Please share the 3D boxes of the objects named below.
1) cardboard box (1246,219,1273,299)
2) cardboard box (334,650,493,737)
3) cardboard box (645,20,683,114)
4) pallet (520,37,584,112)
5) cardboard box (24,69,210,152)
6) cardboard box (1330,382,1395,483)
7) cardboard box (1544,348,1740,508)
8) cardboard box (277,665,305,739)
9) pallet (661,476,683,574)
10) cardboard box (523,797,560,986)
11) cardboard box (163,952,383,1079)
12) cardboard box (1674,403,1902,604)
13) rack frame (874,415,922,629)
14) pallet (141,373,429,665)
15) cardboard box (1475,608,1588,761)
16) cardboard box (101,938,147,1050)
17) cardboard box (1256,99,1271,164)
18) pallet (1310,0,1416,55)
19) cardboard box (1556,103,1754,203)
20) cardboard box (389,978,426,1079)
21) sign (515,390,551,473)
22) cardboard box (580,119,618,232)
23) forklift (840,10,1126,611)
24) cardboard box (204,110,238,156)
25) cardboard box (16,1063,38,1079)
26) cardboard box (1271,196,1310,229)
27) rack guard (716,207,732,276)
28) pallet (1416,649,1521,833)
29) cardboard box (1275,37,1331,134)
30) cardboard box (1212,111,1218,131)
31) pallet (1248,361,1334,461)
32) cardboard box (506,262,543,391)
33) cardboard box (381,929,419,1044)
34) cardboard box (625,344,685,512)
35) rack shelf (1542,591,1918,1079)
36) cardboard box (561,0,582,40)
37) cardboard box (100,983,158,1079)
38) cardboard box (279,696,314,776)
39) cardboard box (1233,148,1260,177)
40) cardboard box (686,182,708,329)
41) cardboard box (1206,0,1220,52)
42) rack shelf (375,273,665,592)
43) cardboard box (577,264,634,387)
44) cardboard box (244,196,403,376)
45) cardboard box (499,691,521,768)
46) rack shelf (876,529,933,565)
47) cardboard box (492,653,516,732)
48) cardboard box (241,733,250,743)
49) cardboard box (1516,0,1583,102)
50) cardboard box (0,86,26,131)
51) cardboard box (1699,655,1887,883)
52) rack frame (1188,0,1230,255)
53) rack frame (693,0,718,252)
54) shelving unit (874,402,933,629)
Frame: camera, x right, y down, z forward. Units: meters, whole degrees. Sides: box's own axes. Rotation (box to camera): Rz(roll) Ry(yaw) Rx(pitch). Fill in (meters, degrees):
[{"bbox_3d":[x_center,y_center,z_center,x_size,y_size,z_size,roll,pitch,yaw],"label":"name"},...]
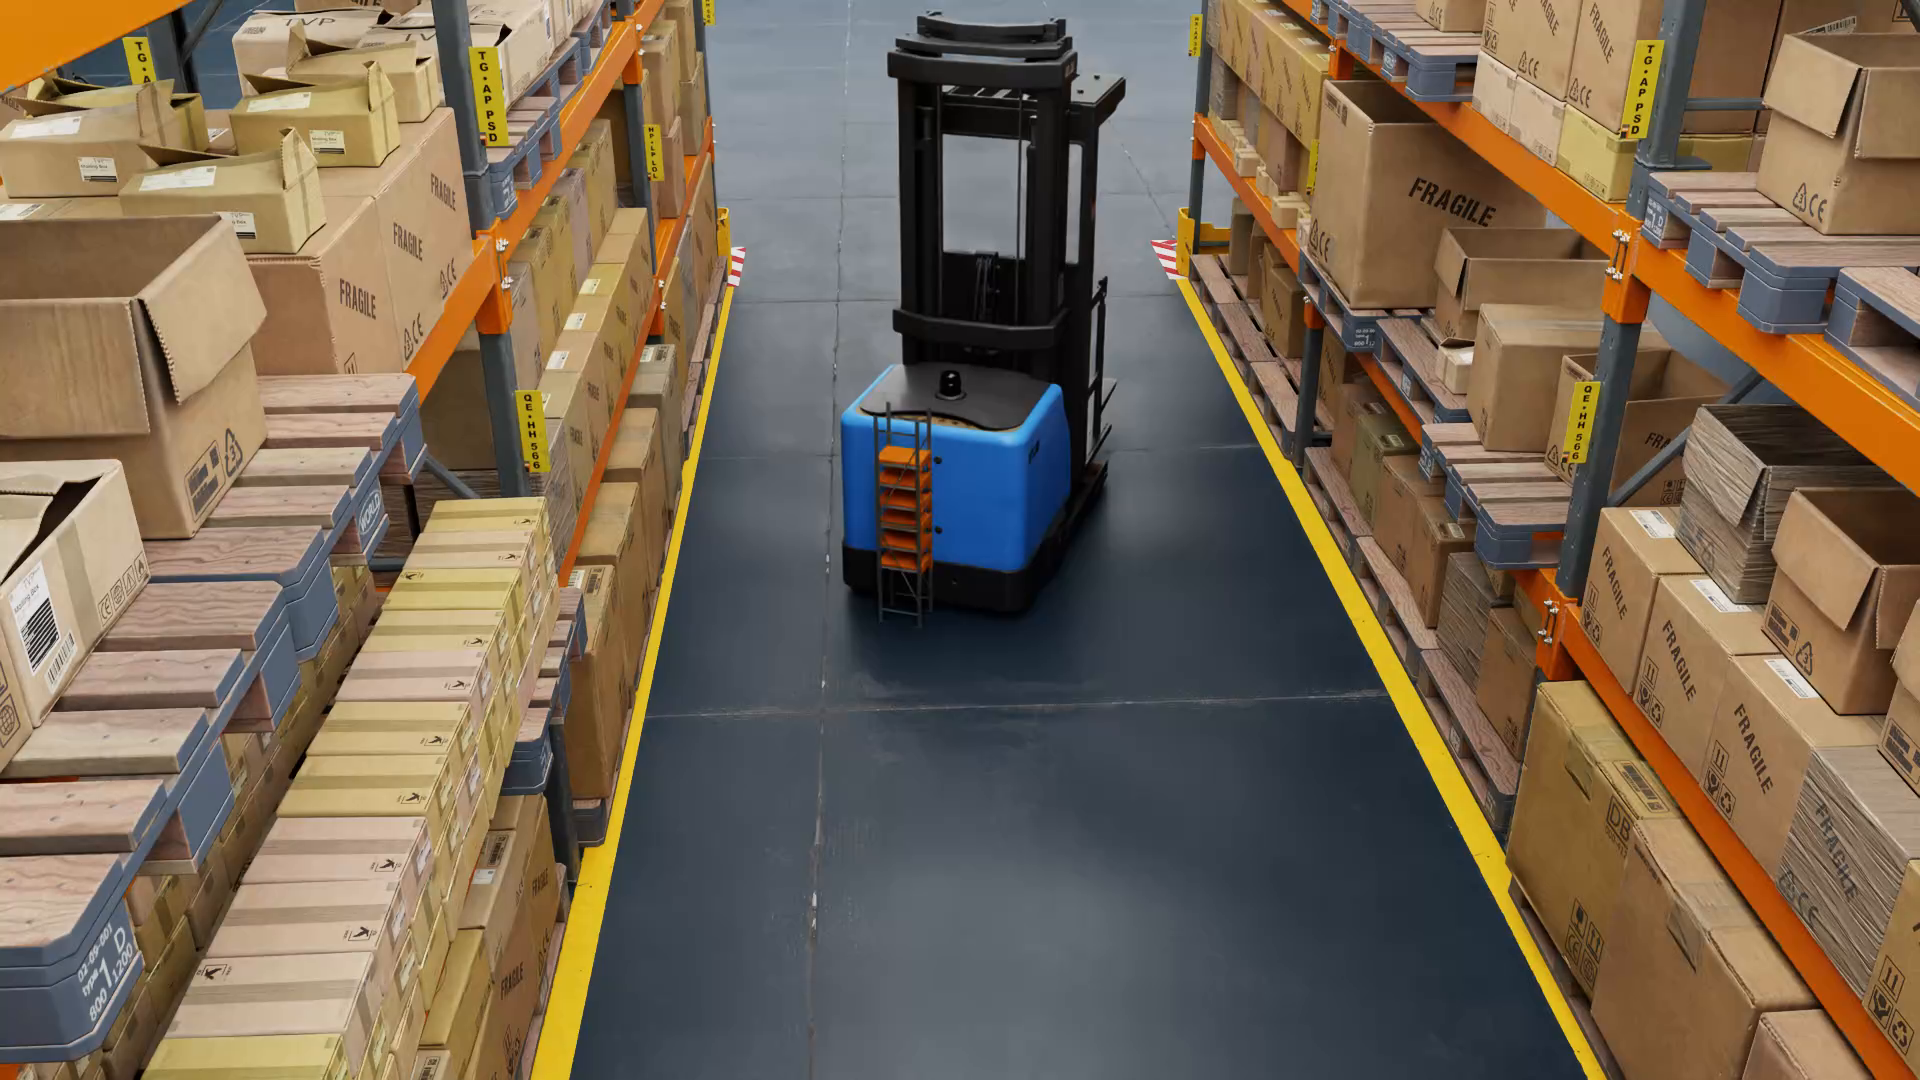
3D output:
[{"bbox_3d":[2.512,-2.182,12.939,0.500,0.500,0.500,6,28,11],"label":"cardboard box"},{"bbox_3d":[-1.577,0.448,4.822,0.380,0.149,0.250,-1,28,-3],"label":"cardboard box"},{"bbox_3d":[-2.375,-3.213,11.336,0.875,0.550,0.500,-1,28,-3],"label":"cardboard box"},{"bbox_3d":[-2.258,-1.959,7.223,1.003,0.211,1.213,0,28,0],"label":"pallet"},{"bbox_3d":[-2.337,-1.183,4.594,0.396,0.266,0.258,-1,28,-3],"label":"cardboard box"},{"bbox_3d":[2.651,-0.623,9.929,0.700,0.500,0.500,-3,28,-7],"label":"cardboard box"},{"bbox_3d":[2.781,-0.452,6.812,0.500,0.500,0.500,-5,28,-9],"label":"cardboard box"},{"bbox_3d":[-2.238,0.486,5.071,0.380,0.149,0.250,-1,28,-2],"label":"cardboard box"},{"bbox_3d":[-2.203,-0.157,9.822,1.003,0.211,1.213,-1,28,-3],"label":"pallet"},{"bbox_3d":[-1.814,1.319,6.226,0.500,0.500,0.500,-2,28,-3],"label":"cardboard box"},{"bbox_3d":[-1.504,1.053,3.662,0.380,0.149,0.250,-2,28,-3],"label":"cardboard box"},{"bbox_3d":[2.871,-0.125,5.552,0.797,0.503,0.637,0,28,-1],"label":"cardboard box"},{"bbox_3d":[-0.319,-0.078,8.601,0.240,1.200,0.006,8,29,16],"label":"rack frame"},{"bbox_3d":[-1.884,-0.066,3.593,1.213,0.211,1.003,-1,28,-3],"label":"pallet"},{"bbox_3d":[2.794,0.631,7.524,0.700,0.500,0.500,-3,28,-5],"label":"cardboard box"},{"bbox_3d":[-2.175,1.078,3.934,0.380,0.149,0.250,-3,28,-5],"label":"cardboard box"},{"bbox_3d":[2.576,-2.898,11.634,0.875,0.500,0.500,-1,28,-3],"label":"cardboard box"},{"bbox_3d":[2.566,-2.780,8.796,1.213,0.211,1.003,-1,28,-3],"label":"pallet"},{"bbox_3d":[2.579,-1.451,6.206,0.500,0.250,0.500,-1,28,-3],"label":"cardboard box"},{"bbox_3d":[-1.517,1.202,4.019,0.380,0.149,0.250,-3,28,-5],"label":"cardboard box"},{"bbox_3d":[-1.568,-0.396,6.099,0.100,0.325,0.005,-1,28,-3],"label":"sign"},{"bbox_3d":[-2.287,-2.006,9.164,0.700,0.500,0.500,-2,28,-4],"label":"cardboard box"},{"bbox_3d":[0.288,-1.583,9.615,1.130,2.935,3.031,8,29,16],"label":"forklift"},{"bbox_3d":[-2.346,-1.005,5.081,0.500,0.500,0.500,-1,28,-3],"label":"cardboard box"},{"bbox_3d":[-2.143,1.184,3.410,0.380,0.149,0.250,-2,28,-4],"label":"cardboard box"},{"bbox_3d":[2.254,-2.147,10.894,0.380,0.149,0.250,-1,28,-3],"label":"cardboard box"},{"bbox_3d":[-2.529,-2.498,13.998,1.175,0.500,0.348,-1,28,-3],"label":"rack guard"},{"bbox_3d":[2.810,0.902,7.792,1.003,0.211,1.213,-1,28,-3],"label":"pallet"},{"bbox_3d":[2.314,-2.872,10.503,0.500,0.500,0.500,-1,28,-3],"label":"cardboard box"},{"bbox_3d":[2.202,-3.303,13.112,0.380,0.149,0.250,-1,28,-3],"label":"cardboard box"},{"bbox_3d":[2.570,-0.894,11.235,1.003,0.211,1.213,-1,28,-3],"label":"pallet"},{"bbox_3d":[-2.151,-0.829,6.907,0.700,0.500,0.500,-2,28,-3],"label":"cardboard box"},{"bbox_3d":[-1.522,1.064,3.963,0.380,0.149,0.250,0,28,-1],"label":"cardboard box"},{"bbox_3d":[-2.196,-0.652,9.735,1.050,0.750,0.750,-2,28,-3],"label":"cardboard box"},{"bbox_3d":[2.953,1.269,4.851,1.077,0.370,4.000,-1,28,-3],"label":"rack shelf"},{"bbox_3d":[-2.007,-2.464,7.522,0.500,0.311,0.500,-2,28,-5],"label":"cardboard box"},{"bbox_3d":[-2.177,1.214,3.996,0.380,0.149,0.250,-3,28,-5],"label":"cardboard box"},{"bbox_3d":[-2.244,0.609,5.156,0.380,0.149,0.250,0,28,0],"label":"cardboard box"},{"bbox_3d":[2.189,-2.724,12.001,0.380,0.149,0.250,-1,28,-3],"label":"cardboard box"},{"bbox_3d":[-2.378,-2.121,12.417,0.875,0.875,0.875,-2,28,-3],"label":"cardboard box"},{"bbox_3d":[2.188,-4.027,12.716,0.500,0.500,0.500,-1,28,-3],"label":"cardboard box"},{"bbox_3d":[-2.214,-0.505,8.253,1.077,0.370,4.000,-1,28,-3],"label":"rack shelf"},{"bbox_3d":[-1.971,-1.091,8.490,0.500,0.500,0.500,-1,28,-2],"label":"cardboard box"},{"bbox_3d":[-1.765,-0.556,4.220,0.500,0.500,0.500,-1,28,-3],"label":"cardboard box"},{"bbox_3d":[-1.590,0.590,5.192,0.380,0.149,0.250,-2,28,-3],"label":"cardboard box"},{"bbox_3d":[-0.291,0.028,8.755,0.258,0.103,0.180,8,29,16],"label":"rack shelf"},{"bbox_3d":[-1.585,0.470,5.101,0.380,0.149,0.250,-1,28,-3],"label":"cardboard box"},{"bbox_3d":[-2.225,0.464,4.791,0.380,0.149,0.250,0,28,0],"label":"cardboard box"},{"bbox_3d":[2.537,-2.020,6.488,0.500,0.500,0.500,-1,28,-3],"label":"cardboard box"},{"bbox_3d":[-7.140,-3.130,12.077,0.500,0.500,0.500,-1,28,-3],"label":"cardboard box"},{"bbox_3d":[2.662,0.688,5.080,0.500,0.500,0.500,-2,28,-4],"label":"cardboard box"},{"bbox_3d":[2.431,-3.668,13.539,1.000,3.000,0.127,-1,28,-3],"label":"rack frame"},{"bbox_3d":[-2.527,-3.595,13.399,1.000,3.000,0.127,-1,28,-3],"label":"rack frame"},{"bbox_3d":[-0.291,-0.118,8.679,0.258,1.200,0.189,8,29,16],"label":"shelving unit"}]
